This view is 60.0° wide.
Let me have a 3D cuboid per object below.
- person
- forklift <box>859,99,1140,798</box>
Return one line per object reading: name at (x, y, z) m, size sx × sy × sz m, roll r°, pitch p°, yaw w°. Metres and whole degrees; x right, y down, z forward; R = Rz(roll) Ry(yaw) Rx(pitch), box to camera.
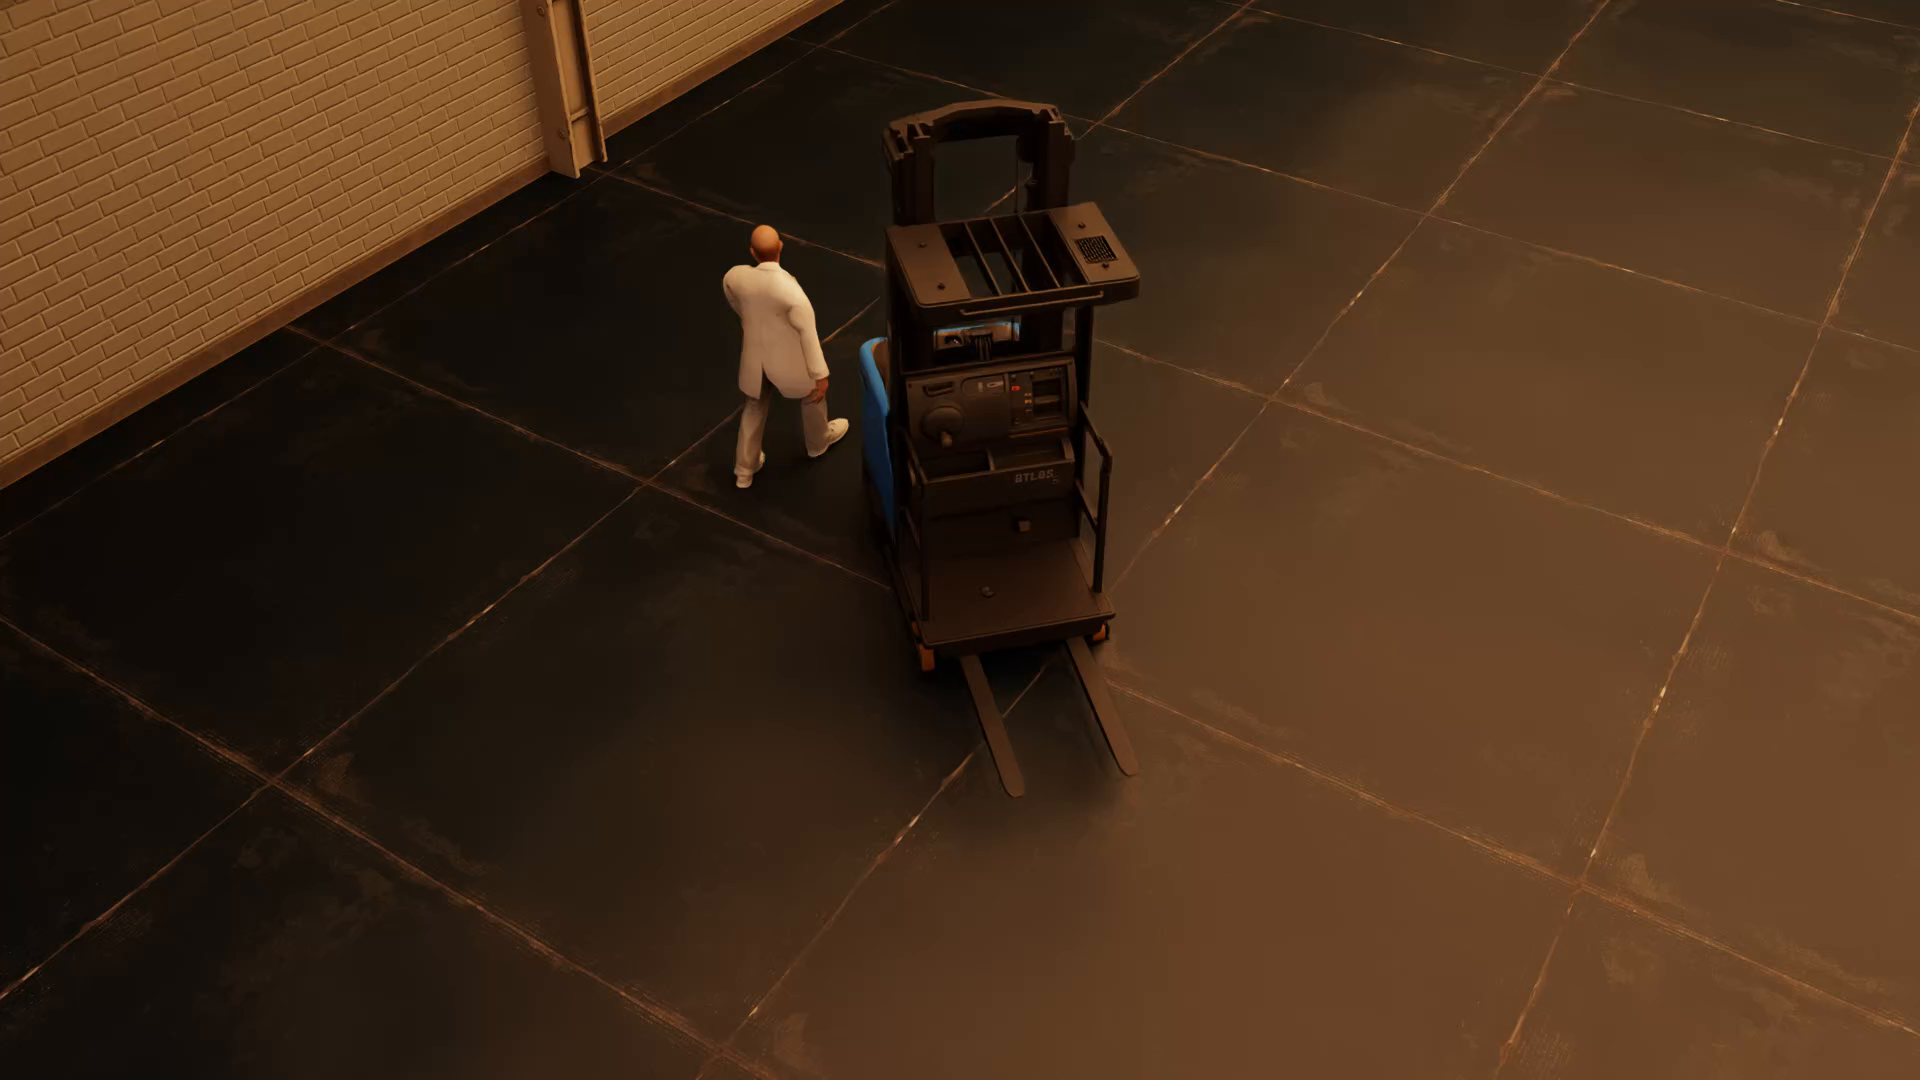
person at (-1.068, -1.174, 10.291) m, size 0.763 × 1.740 × 0.843 m, roll 17°, pitch 43°, yaw 19°
forklift at (0.225, -0.654, 8.739) m, size 1.130 × 2.935 × 3.031 m, roll -9°, pitch 41°, yaw -10°
